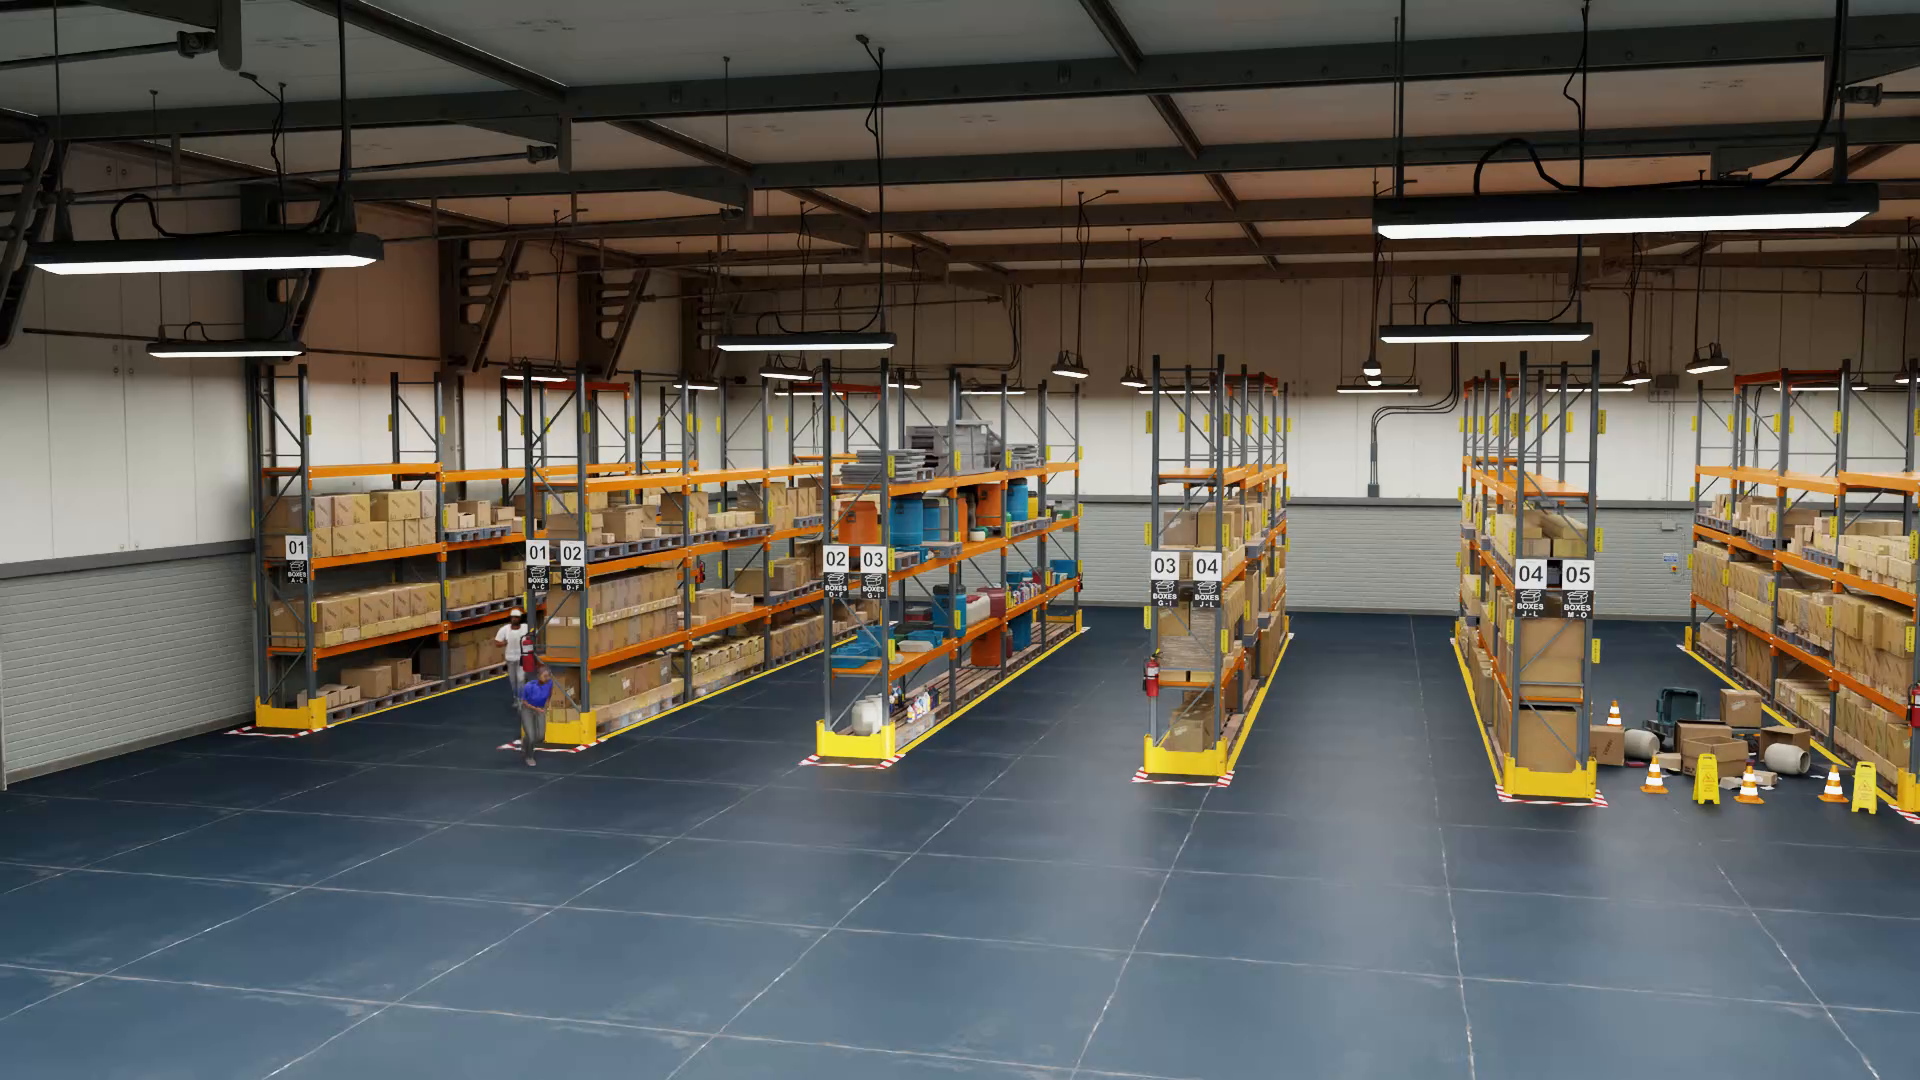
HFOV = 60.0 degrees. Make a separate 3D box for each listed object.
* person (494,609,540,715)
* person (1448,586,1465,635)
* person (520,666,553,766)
[{"bbox_3d":[-7.745,2.113,29.052,0.720,1.834,0.787,0,4,-1],"label":"person"},{"bbox_3d":[11.976,1.452,39.434,0.915,1.715,0.700,2,5,30],"label":"person"},{"bbox_3d":[-6.199,2.581,24.486,0.577,1.503,0.760,-4,5,-44],"label":"person"}]
